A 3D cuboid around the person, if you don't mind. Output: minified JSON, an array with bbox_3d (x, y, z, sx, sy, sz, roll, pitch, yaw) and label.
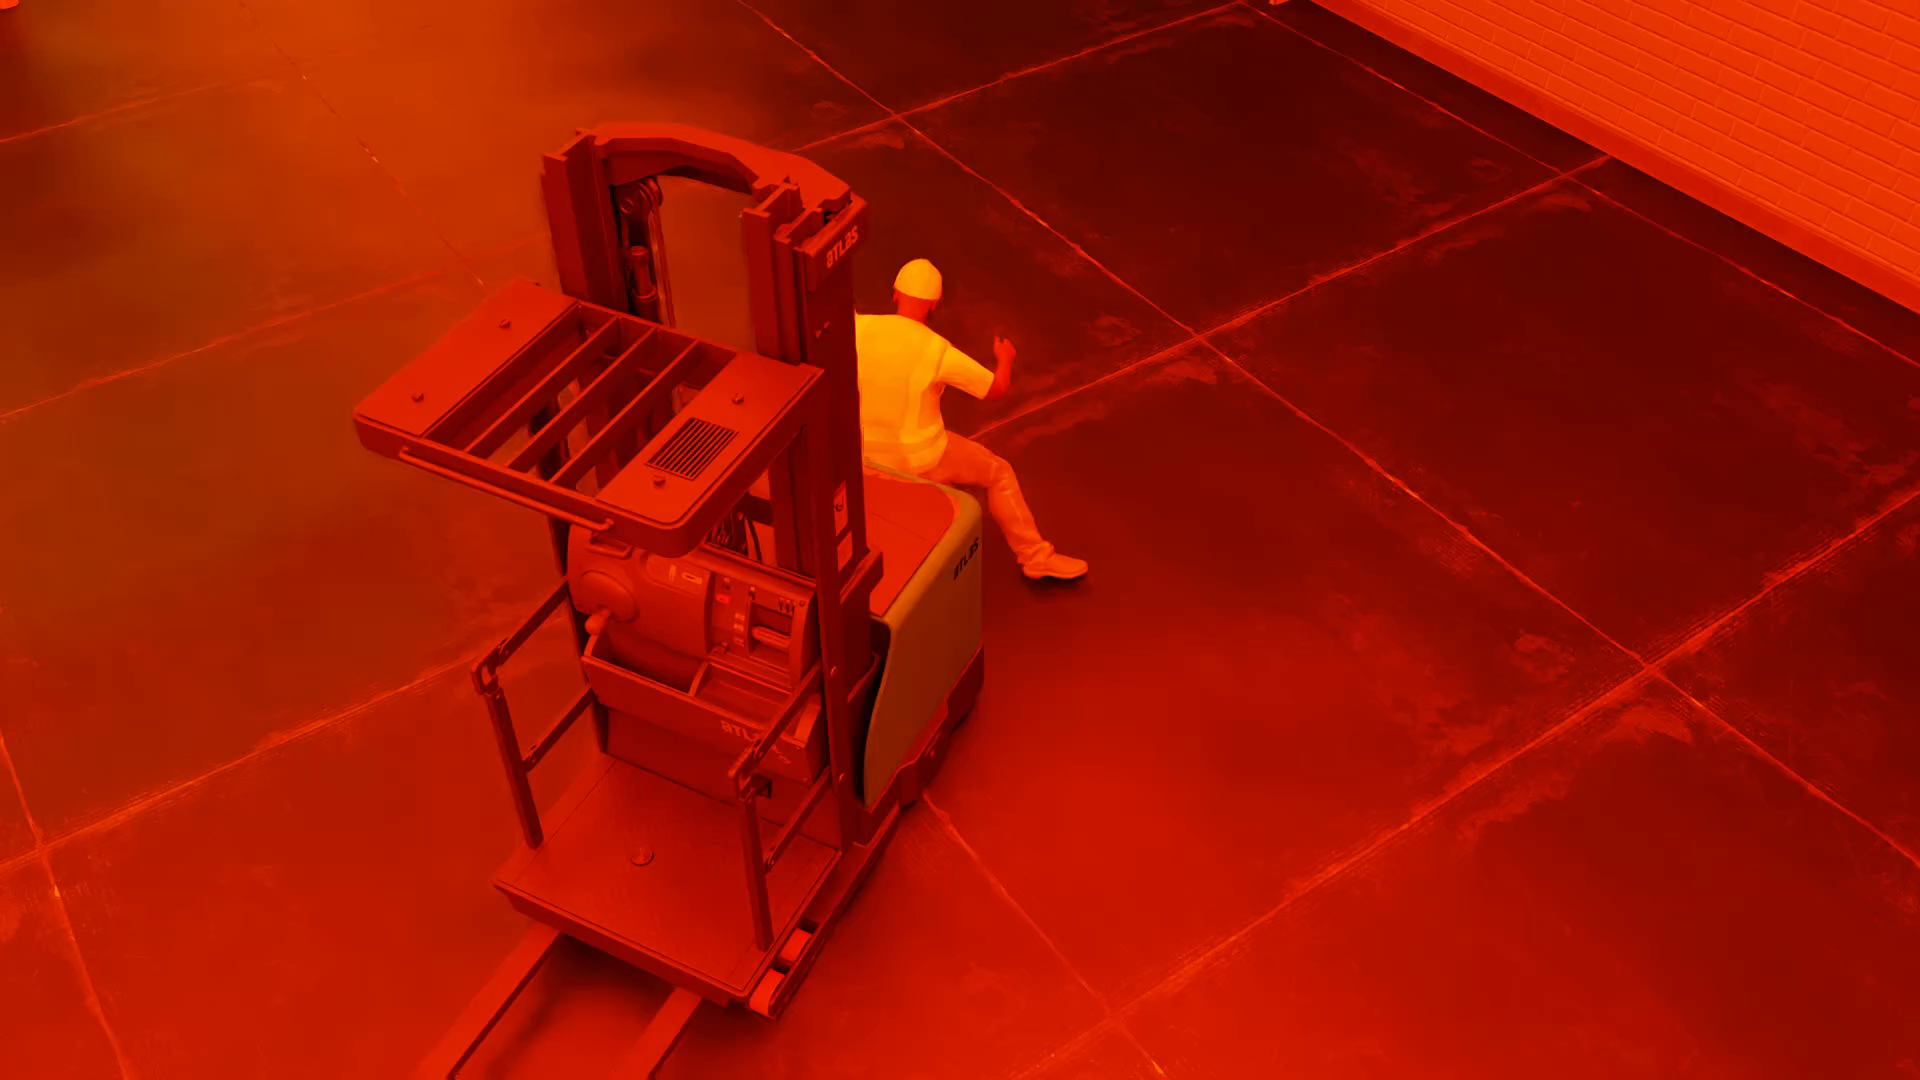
[{"bbox_3d":[-0.137,-0.581,7.412,1.576,1.489,0.796,17,45,18],"label":"person"}]

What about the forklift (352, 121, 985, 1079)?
[{"bbox_3d":[-1.005,0.293,5.398,1.130,2.935,3.031,19,46,19],"label":"forklift"}]
